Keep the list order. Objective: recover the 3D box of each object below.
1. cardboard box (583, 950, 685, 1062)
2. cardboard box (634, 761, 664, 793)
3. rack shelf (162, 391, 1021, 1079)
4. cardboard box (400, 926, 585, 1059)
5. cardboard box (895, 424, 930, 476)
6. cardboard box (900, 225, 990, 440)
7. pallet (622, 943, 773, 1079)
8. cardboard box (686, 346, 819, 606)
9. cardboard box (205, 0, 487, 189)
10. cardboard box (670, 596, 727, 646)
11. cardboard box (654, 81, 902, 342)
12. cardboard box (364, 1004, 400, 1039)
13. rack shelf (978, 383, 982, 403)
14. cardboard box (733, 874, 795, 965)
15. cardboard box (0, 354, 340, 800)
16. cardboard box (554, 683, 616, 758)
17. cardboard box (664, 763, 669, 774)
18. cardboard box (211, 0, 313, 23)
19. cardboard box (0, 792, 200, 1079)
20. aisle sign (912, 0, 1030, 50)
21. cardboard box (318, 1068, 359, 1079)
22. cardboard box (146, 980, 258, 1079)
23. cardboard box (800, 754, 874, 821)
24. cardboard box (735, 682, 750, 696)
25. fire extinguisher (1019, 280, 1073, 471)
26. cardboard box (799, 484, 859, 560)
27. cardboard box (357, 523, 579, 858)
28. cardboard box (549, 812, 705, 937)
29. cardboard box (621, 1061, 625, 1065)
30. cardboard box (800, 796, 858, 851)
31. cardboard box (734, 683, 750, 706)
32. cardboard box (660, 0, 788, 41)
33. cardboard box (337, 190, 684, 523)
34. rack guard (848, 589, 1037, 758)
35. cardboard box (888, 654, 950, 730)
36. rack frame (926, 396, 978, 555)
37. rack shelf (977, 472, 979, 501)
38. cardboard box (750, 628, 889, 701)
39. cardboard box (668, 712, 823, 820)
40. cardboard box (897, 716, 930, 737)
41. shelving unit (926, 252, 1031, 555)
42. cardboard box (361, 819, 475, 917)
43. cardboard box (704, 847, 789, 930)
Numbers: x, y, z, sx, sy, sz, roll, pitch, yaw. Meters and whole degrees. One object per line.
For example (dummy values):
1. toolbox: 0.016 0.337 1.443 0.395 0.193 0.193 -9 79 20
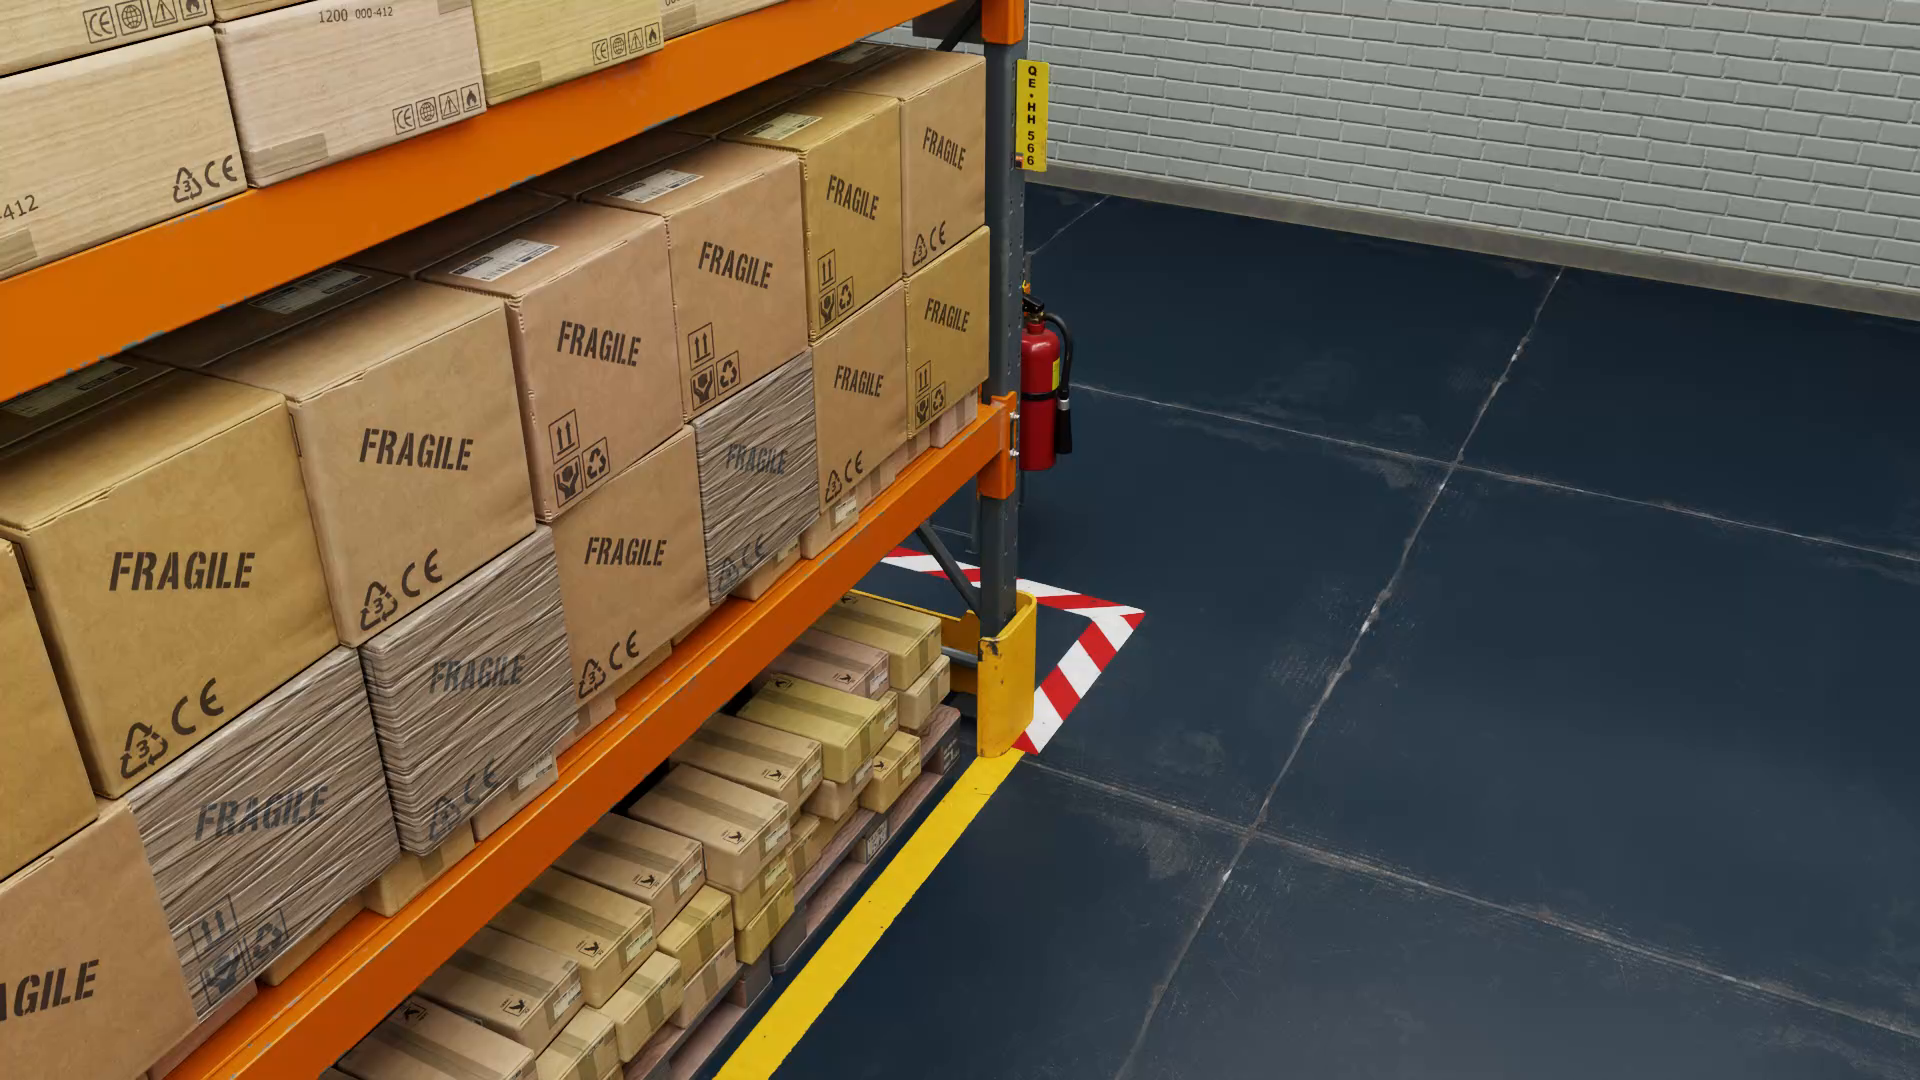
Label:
1. cardboard box: -0.951 1.167 4.348 0.380 0.149 0.250 15 33 24
2. cardboard box: -1.159 0.668 5.217 0.380 0.149 0.250 15 33 25
3. rack shelf: -1.182 0.441 4.193 1.077 0.370 4.000 14 33 23
4. cardboard box: -1.164 1.119 4.132 0.380 0.149 0.250 13 32 21
5. cardboard box: -0.314 -0.338 5.079 0.380 0.149 0.250 14 33 23
6. cardboard box: -0.246 -0.672 5.010 0.500 0.500 0.500 15 33 24
7. pallet: -1.264 1.376 4.642 1.003 0.211 1.213 14 33 23
8. cardboard box: -0.708 -0.218 4.219 0.500 0.500 0.500 14 33 23
9. cardboard box: -1.172 -0.816 2.798 0.500 0.250 0.500 16 33 25
10. cardboard box: -0.833 0.111 4.297 0.380 0.149 0.250 13 32 21
11. cardboard box: -0.488 -0.880 4.367 0.500 0.500 0.500 13 32 22
12. cardboard box: -1.573 1.163 4.355 0.380 0.149 0.250 13 32 21
13. rack shelf: 0.075 -0.729 7.001 0.258 0.148 0.480 14 33 23
14. cardboard box: -0.710 1.051 4.848 0.380 0.149 0.250 13 32 21
15. cardboard box: -1.448 0.032 2.780 0.500 0.500 0.500 13 32 22
16. cardboard box: -1.035 0.349 3.883 0.380 0.149 0.250 16 33 25
17. cardboard box: -0.948 0.702 5.456 0.380 0.149 0.250 15 33 24
18. cardboard box: -1.187 -1.036 2.678 0.500 0.250 0.500 15 33 24
19. cardboard box: -1.643 0.681 2.653 0.500 0.500 0.500 14 33 22
20. aisle sign: 0.030 -1.849 4.848 0.394 0.787 0.004 14 33 23
21. cardboard box: -1.403 1.353 3.725 0.380 0.149 0.250 13 32 22
22. cardboard box: -1.546 0.812 3.077 0.380 0.149 0.250 13 32 21
23. cardboard box: -0.492 0.697 5.167 0.380 0.149 0.250 13 32 21
24. cardboard box: -0.830 0.343 5.484 0.380 0.149 0.250 15 33 24
25. fire extinguisher: 0.255 -0.569 5.682 0.296 0.674 0.183 14 33 23
26. cardboard box: -0.510 -0.105 4.674 0.380 0.149 0.250 15 33 25
27. cardboard box: -1.162 0.245 3.413 0.500 0.500 0.500 14 33 22
28. cardboard box: -0.923 0.896 4.520 0.380 0.149 0.250 13 32 22
29. cardboard box: -1.034 1.263 4.480 0.380 0.149 0.250 15 33 25
30. cardboard box: -0.549 0.812 5.266 0.380 0.149 0.250 14 33 23
31. cardboard box: -0.913 0.450 5.596 0.380 0.149 0.250 14 33 23
32. cardboard box: -0.706 -1.287 3.618 0.500 0.250 0.500 16 33 25
33. cardboard box: -0.955 -0.412 3.552 0.500 0.500 0.500 13 32 22
34. rack guard: -0.305 0.360 6.121 1.175 0.500 0.348 14 33 23
35. cardboard box: -0.257 0.466 5.568 0.380 0.149 0.250 13 32 22
36. rack frame: -0.036 -0.486 6.891 0.240 1.200 0.015 14 33 23
37. rack shelf: 0.075 -0.363 7.211 0.258 0.148 0.480 14 33 23
38. cardboard box: -0.452 0.429 5.335 0.380 0.149 0.250 15 33 24
39. cardboard box: -0.631 0.673 4.910 0.380 0.149 0.250 13 32 21
40. cardboard box: -0.325 0.577 5.674 0.380 0.149 0.250 15 33 24
41. shelving unit: 0.075 -0.594 7.079 0.258 1.200 0.503 14 33 23
42. cardboard box: -1.244 0.596 3.453 0.380 0.149 0.250 15 33 24
43. cardboard box: -0.716 0.929 4.762 0.380 0.149 0.250 15 33 24
